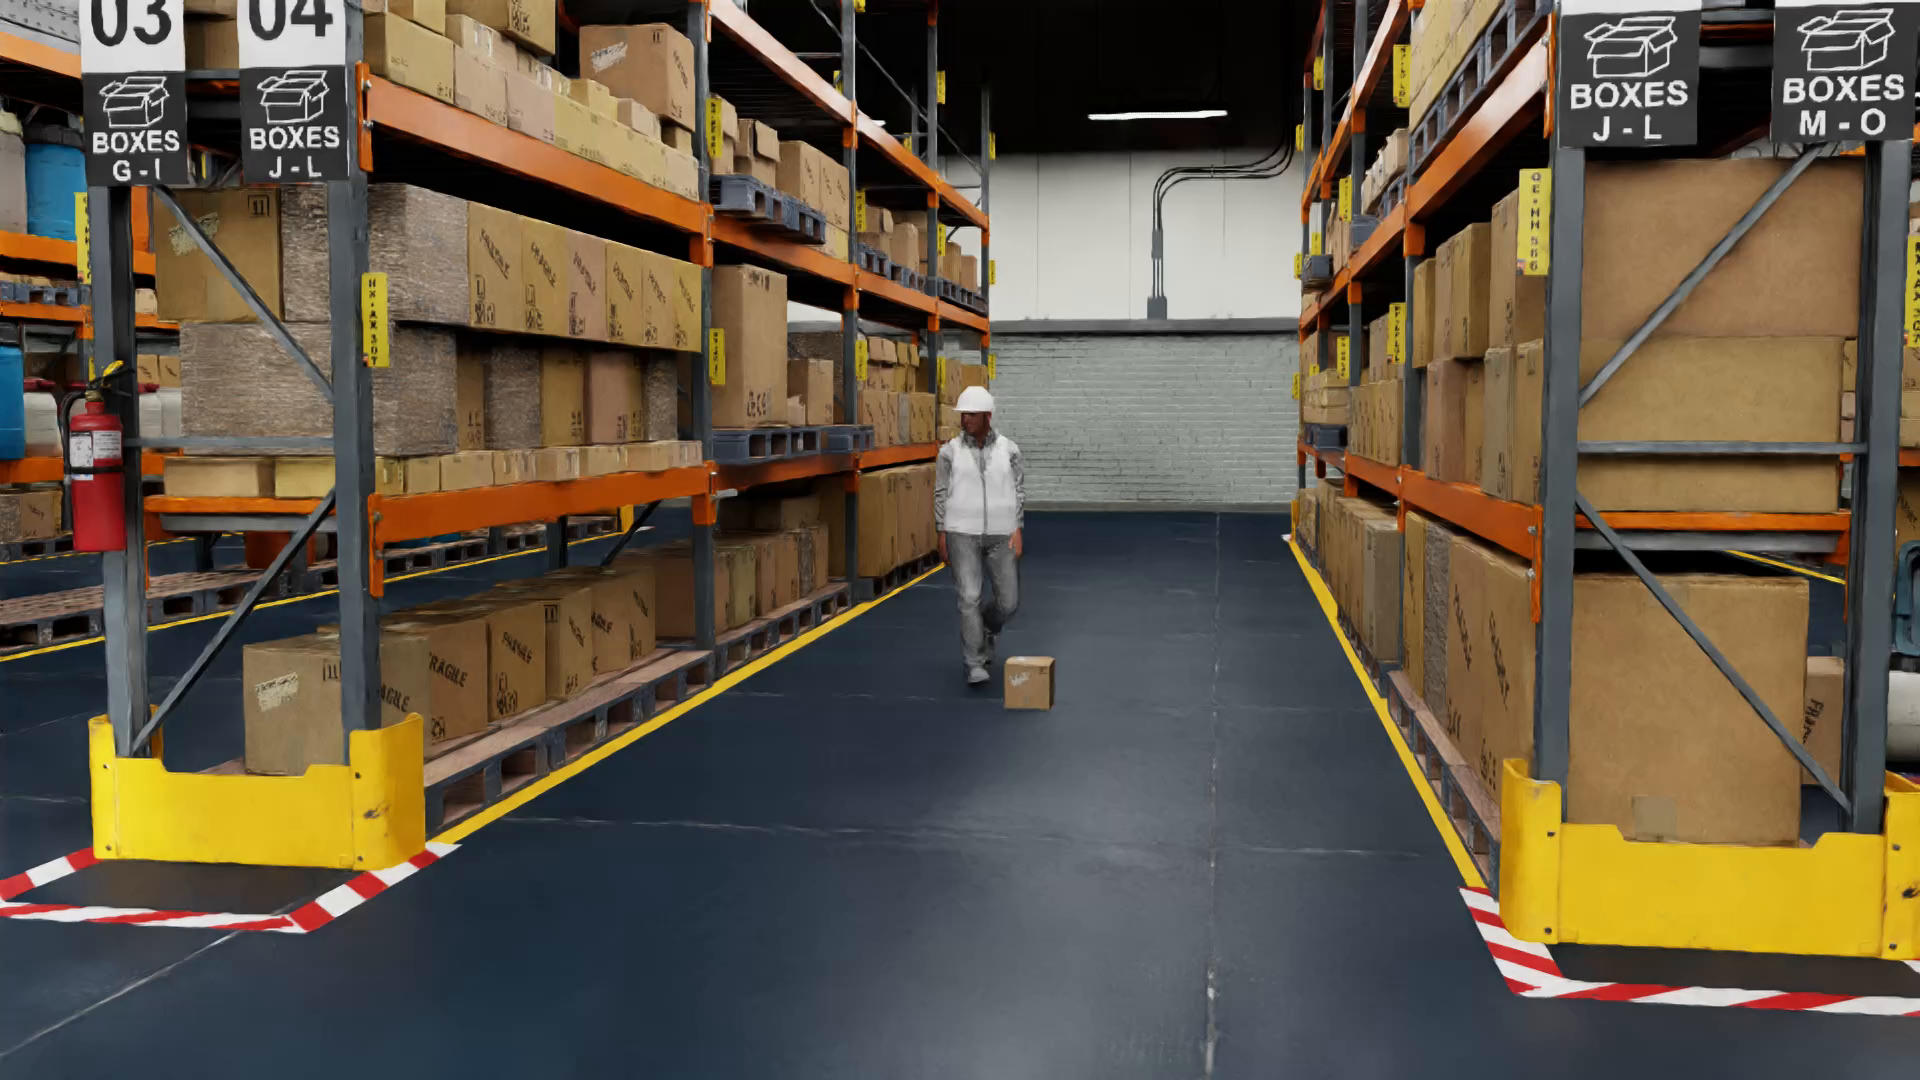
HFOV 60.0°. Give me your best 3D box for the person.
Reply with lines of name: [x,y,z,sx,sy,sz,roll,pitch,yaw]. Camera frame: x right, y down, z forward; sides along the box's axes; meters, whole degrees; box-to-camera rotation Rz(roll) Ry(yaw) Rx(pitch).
person: [0.118,-0.039,9.976,0.544,1.766,0.803,-1,4,-10]
